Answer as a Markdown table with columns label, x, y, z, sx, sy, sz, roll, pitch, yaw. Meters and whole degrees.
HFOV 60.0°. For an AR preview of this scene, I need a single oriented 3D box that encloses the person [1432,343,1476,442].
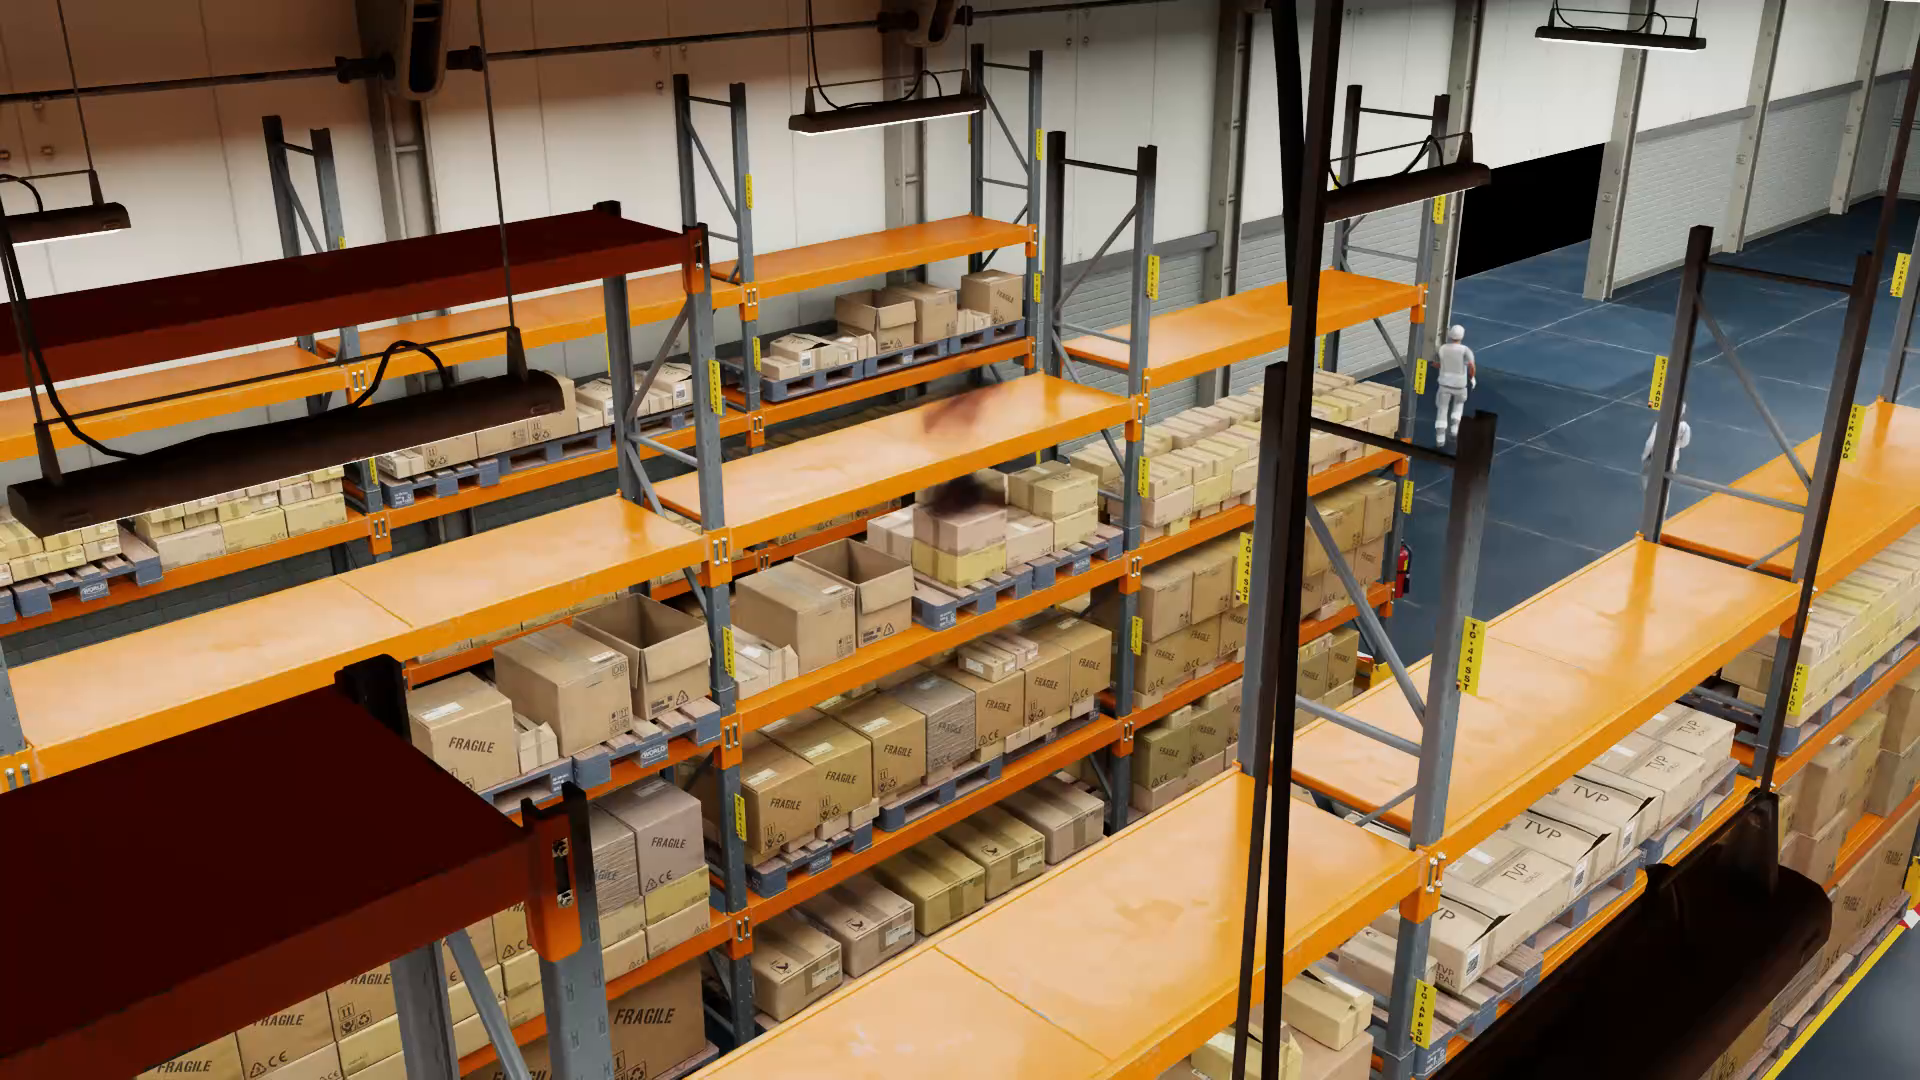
| label | x | y | z | sx | sy | sz | roll | pitch | yaw |
| --- | --- | --- | --- | --- | --- | --- | --- | --- | --- |
| person | 7.065 | -2.157 | 23.878 | 0.641 | 1.432 | 0.729 | 8 | 24 | 20 |

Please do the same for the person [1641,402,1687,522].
| label | x | y | z | sx | sy | sz | roll | pitch | yaw |
| --- | --- | --- | --- | --- | --- | --- | --- | --- | --- |
| person | 8.890 | -1.034 | 21.146 | 0.469 | 1.660 | 0.619 | 2 | 23 | 5 |
